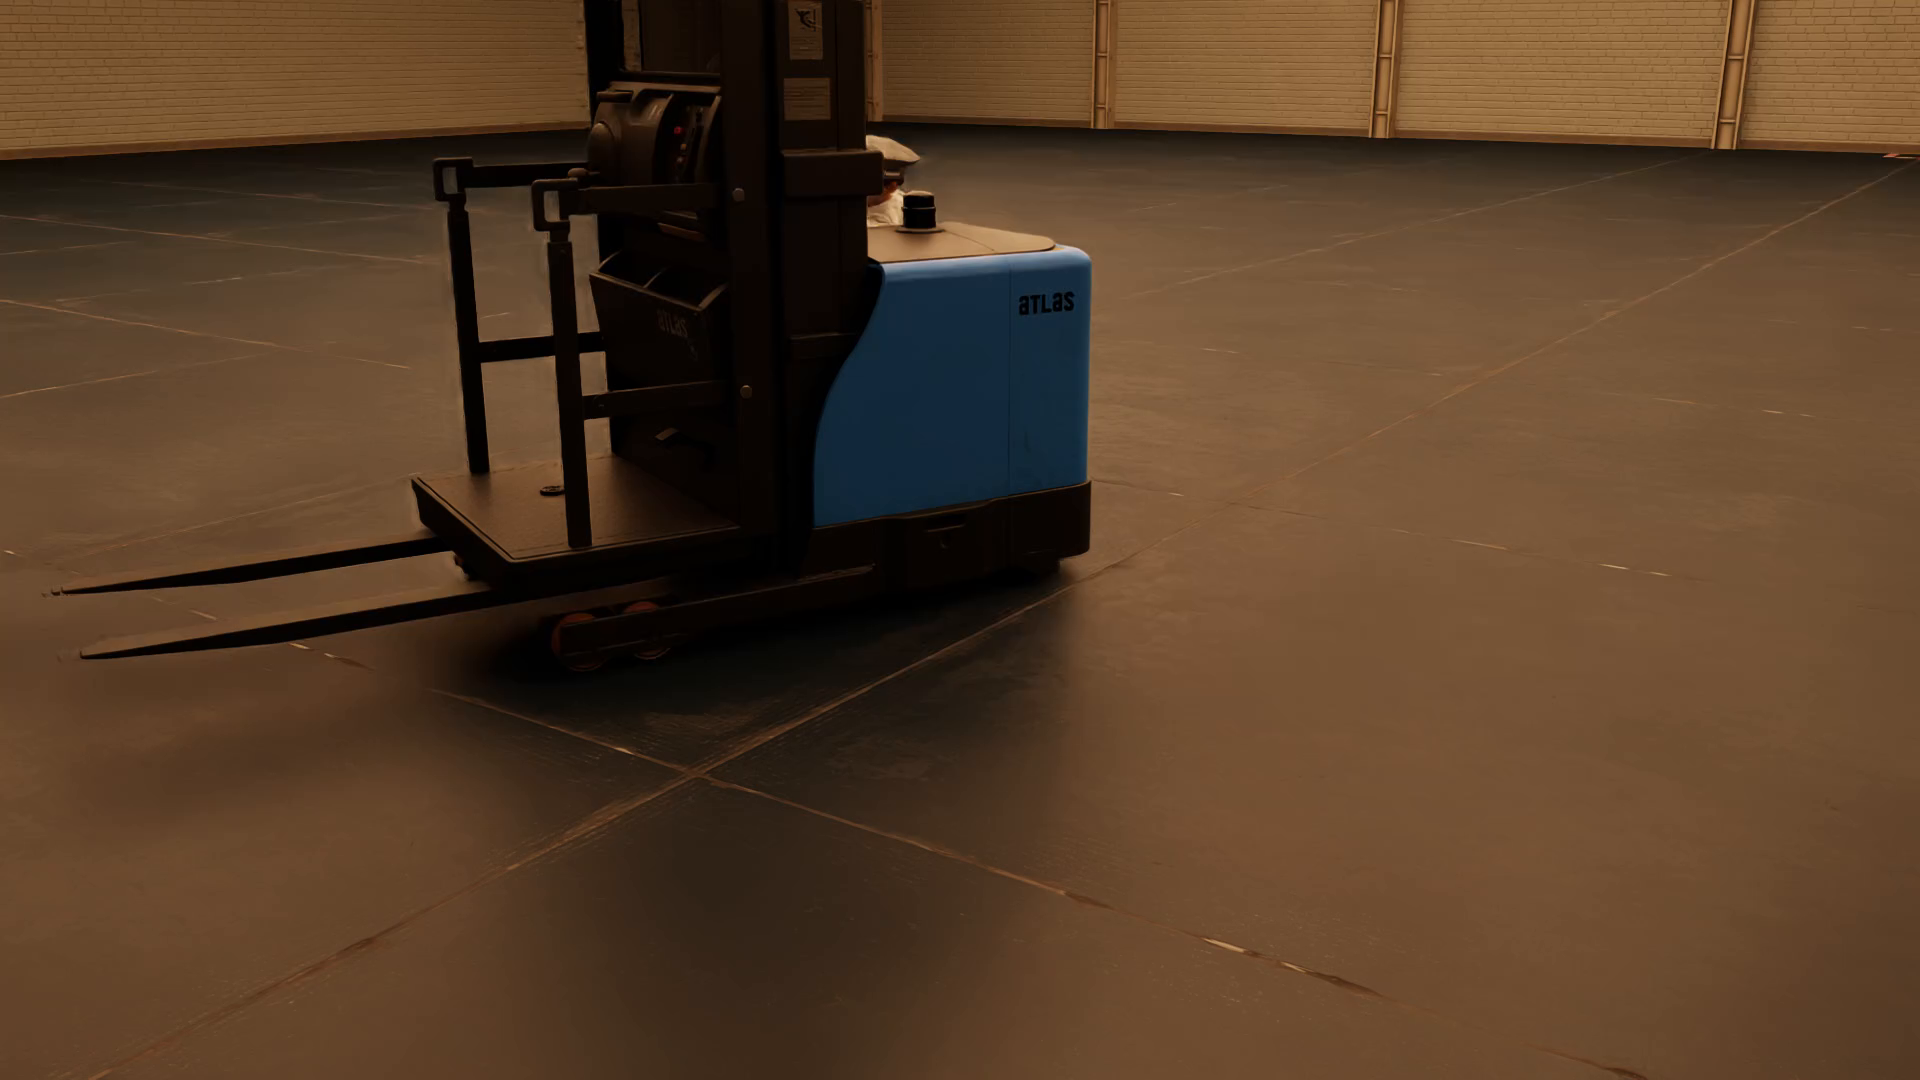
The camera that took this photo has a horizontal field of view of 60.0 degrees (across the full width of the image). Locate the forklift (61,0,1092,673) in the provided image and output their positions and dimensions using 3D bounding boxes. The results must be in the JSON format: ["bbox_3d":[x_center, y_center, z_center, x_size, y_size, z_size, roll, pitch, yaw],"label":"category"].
[{"bbox_3d":[-1.089,-1.202,4.853,3.031,2.935,1.130,-10,19,-30],"label":"forklift"}]

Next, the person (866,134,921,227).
[{"bbox_3d":[-0.612,-0.781,6.142,0.848,1.428,0.975,10,19,30],"label":"person"}]
